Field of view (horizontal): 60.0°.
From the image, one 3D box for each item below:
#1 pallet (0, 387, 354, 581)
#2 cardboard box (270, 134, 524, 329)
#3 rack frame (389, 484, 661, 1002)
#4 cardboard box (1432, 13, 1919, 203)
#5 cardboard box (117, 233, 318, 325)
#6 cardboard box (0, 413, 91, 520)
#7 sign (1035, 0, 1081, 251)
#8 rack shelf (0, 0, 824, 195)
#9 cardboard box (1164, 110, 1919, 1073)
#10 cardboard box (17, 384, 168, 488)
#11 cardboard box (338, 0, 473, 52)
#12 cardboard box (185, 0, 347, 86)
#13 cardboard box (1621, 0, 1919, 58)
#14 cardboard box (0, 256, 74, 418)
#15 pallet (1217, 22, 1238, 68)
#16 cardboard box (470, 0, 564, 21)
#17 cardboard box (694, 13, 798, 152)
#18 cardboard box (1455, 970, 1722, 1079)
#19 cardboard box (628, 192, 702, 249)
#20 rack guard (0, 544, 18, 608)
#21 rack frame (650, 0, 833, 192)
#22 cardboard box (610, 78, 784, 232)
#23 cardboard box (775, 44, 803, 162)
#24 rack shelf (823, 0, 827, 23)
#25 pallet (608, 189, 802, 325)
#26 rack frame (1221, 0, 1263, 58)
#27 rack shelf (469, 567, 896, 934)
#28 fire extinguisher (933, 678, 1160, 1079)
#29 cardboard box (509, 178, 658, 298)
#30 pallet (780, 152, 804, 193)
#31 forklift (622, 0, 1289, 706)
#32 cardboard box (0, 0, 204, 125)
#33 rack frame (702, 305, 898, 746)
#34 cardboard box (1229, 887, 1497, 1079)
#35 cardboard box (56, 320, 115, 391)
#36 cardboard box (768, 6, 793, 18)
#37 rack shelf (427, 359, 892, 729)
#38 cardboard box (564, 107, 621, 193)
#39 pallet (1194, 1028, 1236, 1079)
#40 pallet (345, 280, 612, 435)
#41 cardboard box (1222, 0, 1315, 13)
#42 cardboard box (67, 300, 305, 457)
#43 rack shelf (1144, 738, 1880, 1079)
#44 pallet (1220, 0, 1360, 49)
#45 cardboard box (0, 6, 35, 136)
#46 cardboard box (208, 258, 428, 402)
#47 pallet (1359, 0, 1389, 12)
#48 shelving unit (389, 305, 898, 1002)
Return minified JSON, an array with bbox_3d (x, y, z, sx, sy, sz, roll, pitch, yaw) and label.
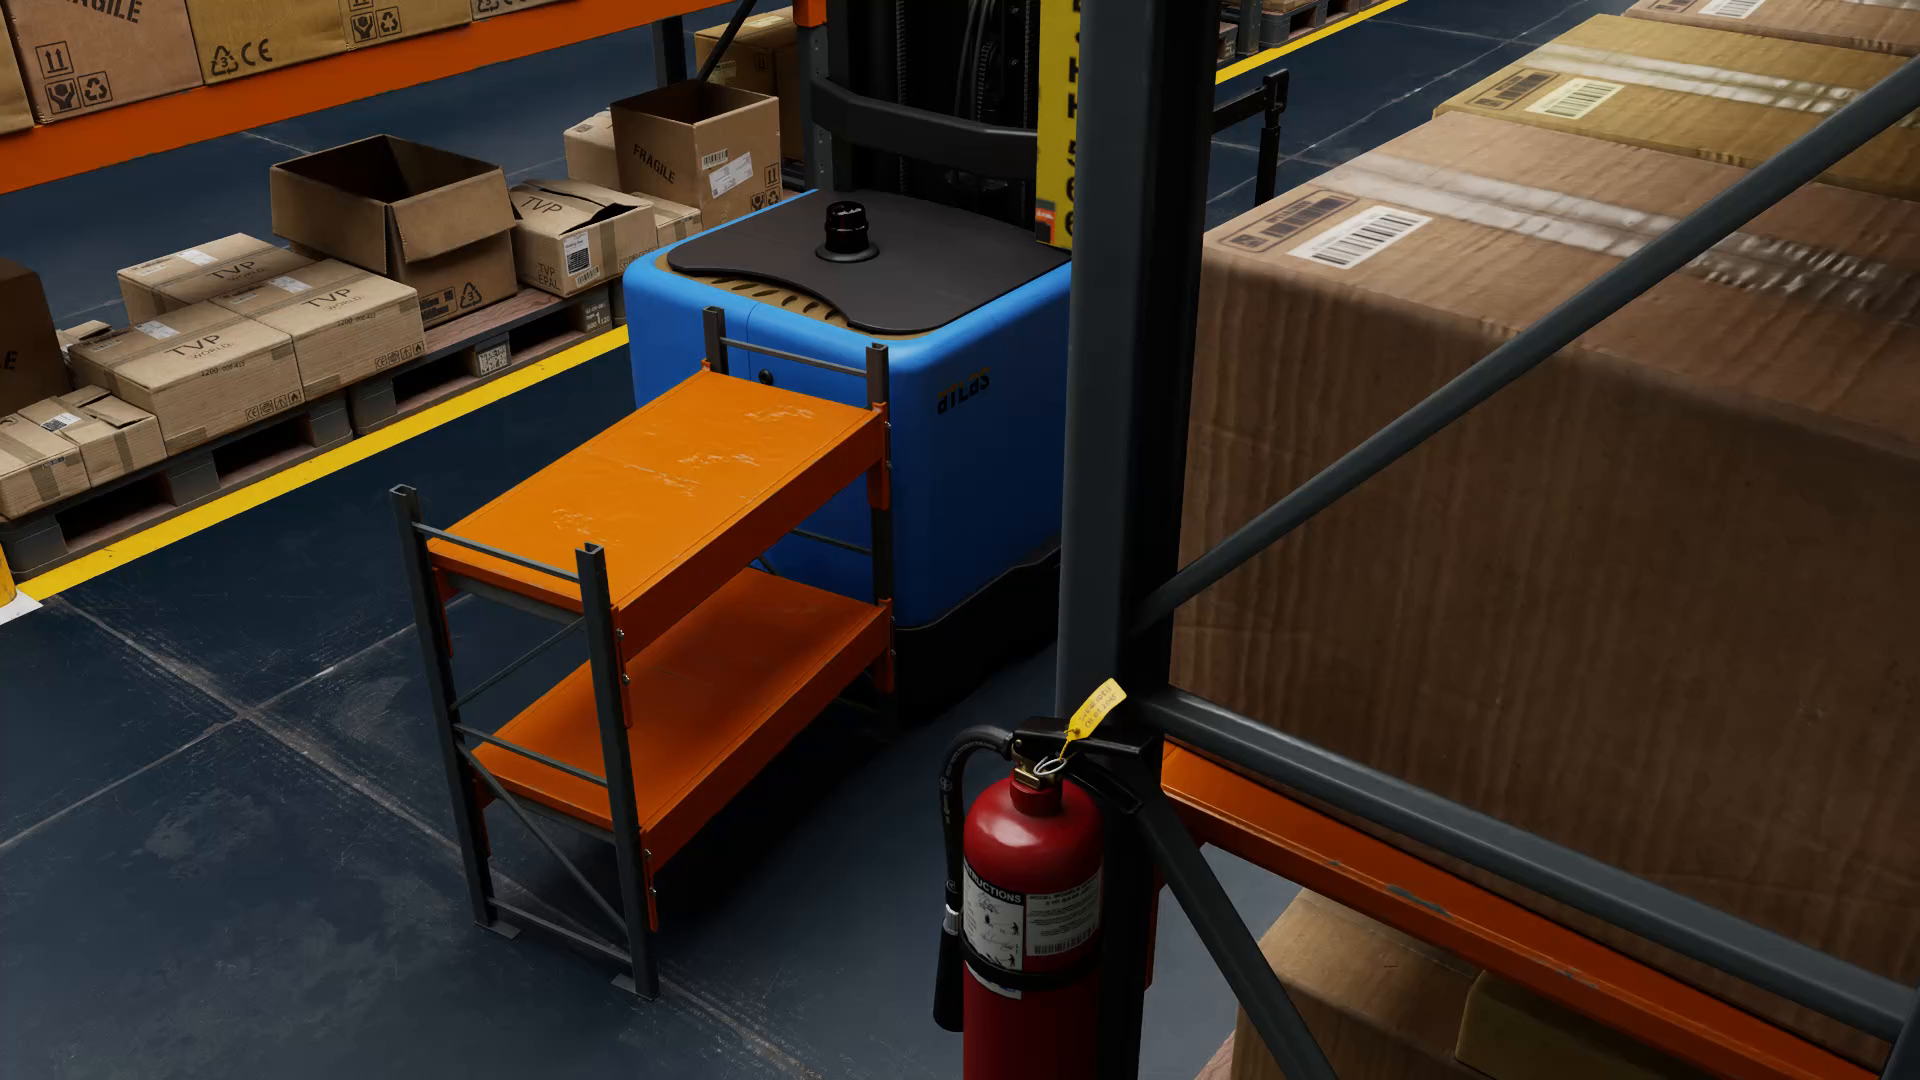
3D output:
[{"bbox_3d":[-2.878,-0.356,5.645,1.003,0.211,1.213,21,37,31],"label":"pallet"},{"bbox_3d":[-2.120,-1.177,6.311,0.797,0.503,0.637,21,37,31],"label":"cardboard box"},{"bbox_3d":[-0.874,0.442,3.400,0.500,1.125,0.032,15,34,24],"label":"rack frame"},{"bbox_3d":[1.277,-0.316,2.548,0.980,0.700,0.700,21,36,31],"label":"cardboard box"},{"bbox_3d":[-2.675,-0.881,6.060,0.500,0.250,0.500,21,37,31],"label":"cardboard box"},{"bbox_3d":[-2.878,-0.228,5.058,0.380,0.149,0.250,21,37,31],"label":"cardboard box"},{"bbox_3d":[0.123,-0.451,1.700,0.100,0.325,0.005,21,37,31],"label":"sign"},{"bbox_3d":[-2.197,-1.704,5.889,1.077,0.370,4.000,21,37,31],"label":"rack shelf"},{"bbox_3d":[0.847,-0.017,2.043,0.980,0.700,0.700,23,38,33],"label":"cardboard box"},{"bbox_3d":[-2.727,-0.337,5.225,0.380,0.166,0.250,21,37,31],"label":"cardboard box"},{"bbox_3d":[-2.011,-1.960,5.517,0.500,0.500,0.500,22,37,32],"label":"cardboard box"},{"bbox_3d":[-2.314,-1.758,5.175,0.500,0.500,0.500,21,37,31],"label":"cardboard box"},{"bbox_3d":[1.745,-0.624,3.066,0.980,0.700,0.700,19,36,29],"label":"cardboard box"},{"bbox_3d":[-3.273,-0.612,5.360,0.500,0.500,0.500,21,37,31],"label":"cardboard box"},{"bbox_3d":[0.944,-2.961,10.040,1.003,0.211,1.213,21,37,31],"label":"pallet"},{"bbox_3d":[-1.706,-2.168,5.868,0.500,0.500,0.500,22,37,32],"label":"cardboard box"},{"bbox_3d":[-0.921,-2.229,8.090,0.500,0.500,0.500,21,37,31],"label":"cardboard box"},{"bbox_3d":[0.974,0.735,2.472,0.380,0.149,0.250,21,37,32],"label":"cardboard box"},{"bbox_3d":[-1.286,-1.300,6.866,0.380,0.149,0.250,21,37,31],"label":"cardboard box"},{"bbox_3d":[-3.359,-0.156,5.024,1.175,0.500,0.348,21,37,31],"label":"rack guard"},{"bbox_3d":[-0.990,-2.827,7.078,1.000,3.000,0.127,21,37,31],"label":"rack frame"},{"bbox_3d":[-1.108,-1.622,7.065,0.500,0.500,0.500,21,37,31],"label":"cardboard box"},{"bbox_3d":[-0.504,-2.062,7.808,0.500,0.500,0.500,19,36,29],"label":"cardboard box"},{"bbox_3d":[0.217,-3.330,8.633,1.077,0.370,4.000,21,37,31],"label":"rack shelf"},{"bbox_3d":[-1.405,-1.348,7.318,1.003,0.211,1.213,21,37,31],"label":"pallet"},{"bbox_3d":[1.424,-4.453,9.821,1.000,3.000,0.127,21,37,31],"label":"rack frame"},{"bbox_3d":[-0.632,0.425,3.910,0.538,0.278,1.000,15,34,24],"label":"rack shelf"},{"bbox_3d":[0.088,0.435,2.015,0.296,0.674,0.183,21,37,31],"label":"fire extinguisher"},{"bbox_3d":[-1.561,-1.236,6.598,0.500,0.311,0.500,21,37,31],"label":"cardboard box"},{"bbox_3d":[-0.529,-1.969,8.366,1.003,0.211,1.213,21,37,31],"label":"pallet"},{"bbox_3d":[0.382,-1.516,4.934,1.130,2.935,3.031,21,37,31],"label":"forklift"},{"bbox_3d":[-2.619,-1.554,4.833,0.500,0.500,0.500,21,36,31],"label":"cardboard box"},{"bbox_3d":[-0.390,-0.013,4.169,0.500,1.125,0.032,15,34,24],"label":"rack frame"},{"bbox_3d":[0.890,0.902,2.827,0.700,0.500,0.500,21,37,31],"label":"cardboard box"},{"bbox_3d":[-2.957,-0.605,5.676,0.380,0.166,0.250,21,37,31],"label":"cardboard box"},{"bbox_3d":[-0.616,-2.428,8.425,0.500,0.500,0.500,21,37,31],"label":"cardboard box"},{"bbox_3d":[-0.632,-0.037,3.636,0.538,0.278,1.000,15,34,24],"label":"rack shelf"},{"bbox_3d":[-1.416,-1.755,7.475,0.500,0.311,0.500,21,37,31],"label":"cardboard box"},{"bbox_3d":[0.967,1.173,3.064,1.003,0.211,1.213,21,37,31],"label":"pallet"},{"bbox_3d":[-2.141,-0.850,6.478,1.003,0.211,1.213,21,37,31],"label":"pallet"},{"bbox_3d":[1.975,-3.573,10.622,0.500,0.250,0.500,21,37,31],"label":"cardboard box"},{"bbox_3d":[-2.548,-0.544,5.492,0.500,0.250,0.500,21,37,31],"label":"cardboard box"},{"bbox_3d":[1.754,-0.181,3.319,1.077,0.370,4.000,21,37,31],"label":"rack shelf"},{"bbox_3d":[1.952,-3.576,11.076,1.003,0.211,1.213,21,37,31],"label":"pallet"},{"bbox_3d":[-2.927,-1.343,4.476,0.500,0.500,0.500,22,37,32],"label":"cardboard box"},{"bbox_3d":[-2.247,-0.747,5.835,0.500,0.250,0.500,21,37,31],"label":"cardboard box"},{"bbox_3d":[2.689,-4.069,11.909,1.003,0.211,1.213,21,37,31],"label":"pallet"},{"bbox_3d":[-0.632,0.214,3.785,0.538,1.125,1.048,15,34,24],"label":"shelving unit"}]
